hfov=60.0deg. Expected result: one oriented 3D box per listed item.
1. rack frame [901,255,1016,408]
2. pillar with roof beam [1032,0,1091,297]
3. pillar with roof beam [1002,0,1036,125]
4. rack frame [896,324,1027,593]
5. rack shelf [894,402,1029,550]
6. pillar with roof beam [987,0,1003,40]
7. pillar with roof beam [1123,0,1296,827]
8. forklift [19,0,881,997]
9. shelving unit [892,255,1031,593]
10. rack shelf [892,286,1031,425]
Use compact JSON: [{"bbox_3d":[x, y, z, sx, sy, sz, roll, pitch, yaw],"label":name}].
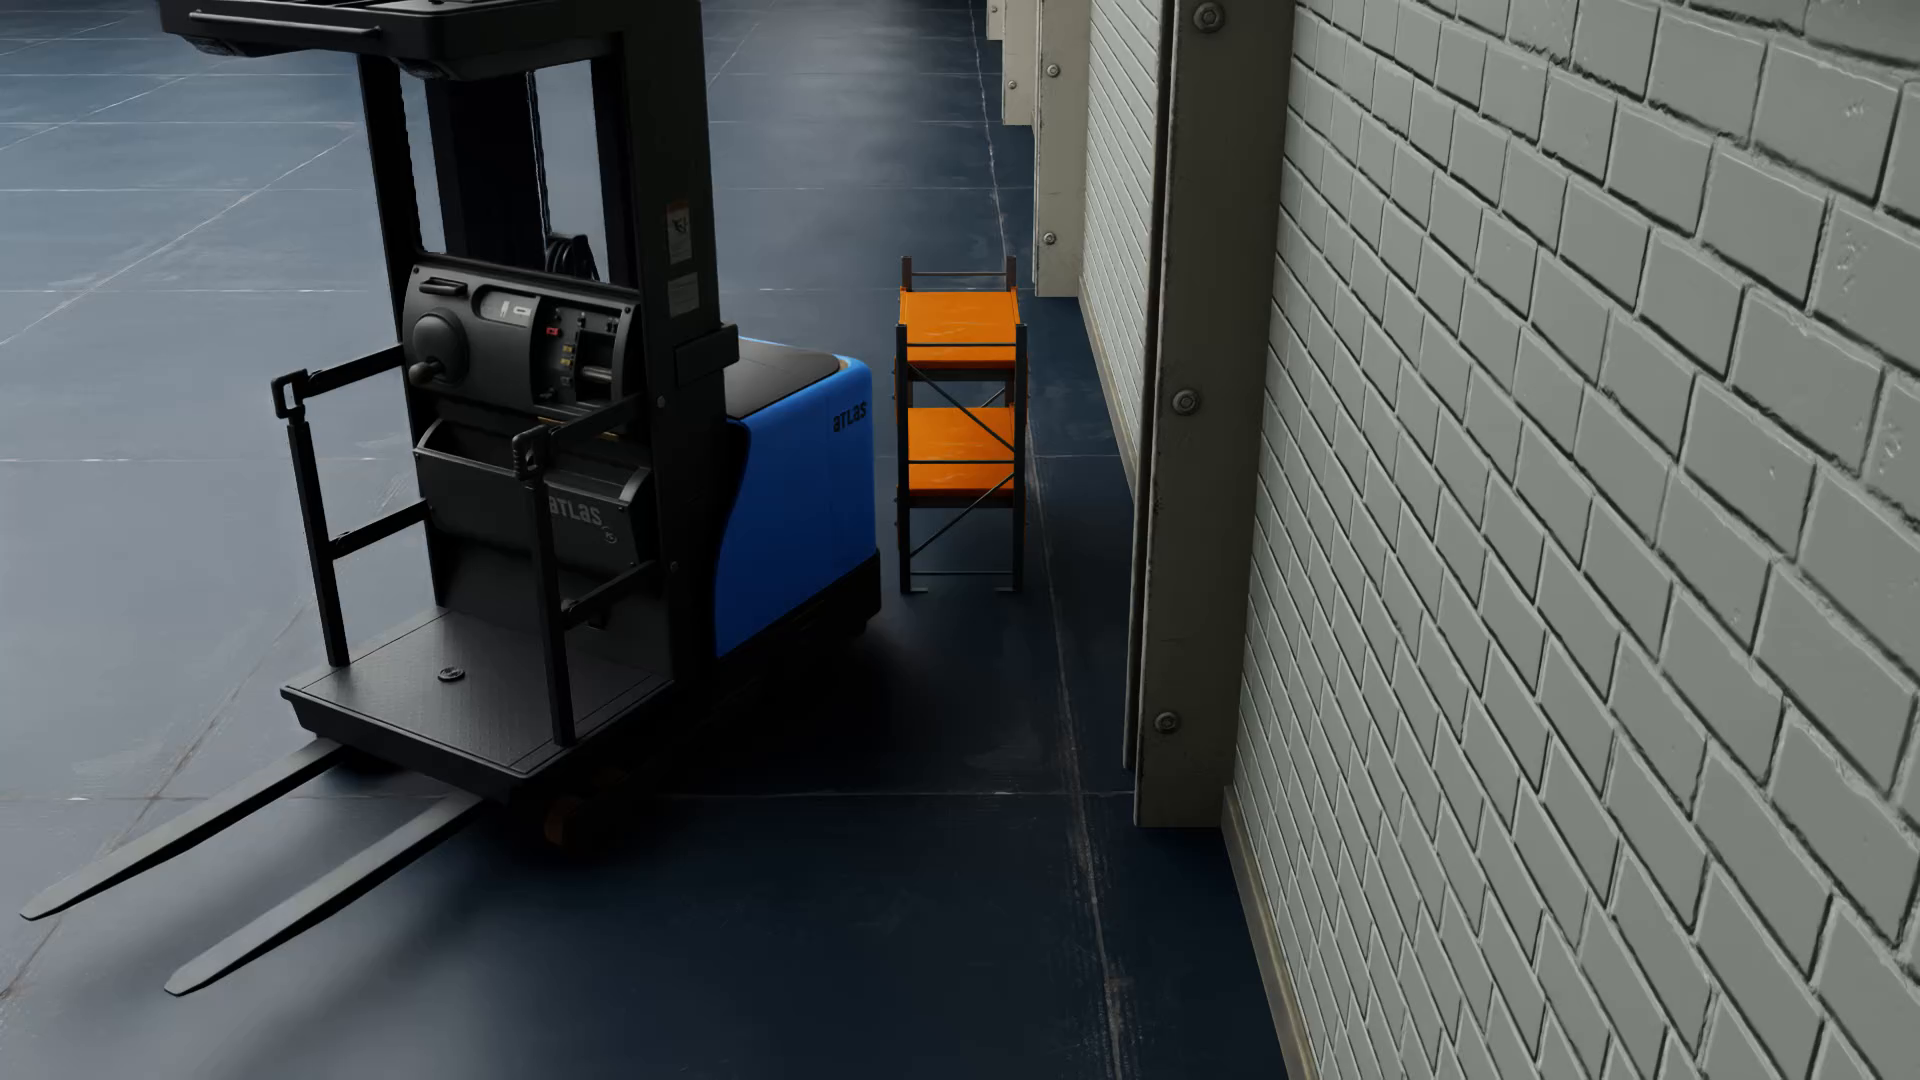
[{"bbox_3d":[-0.006,-0.725,7.488,0.500,1.125,0.032,0,24,-1],"label":"rack frame"},{"bbox_3d":[-3.665,-5.730,8.999,9.100,9.000,0.400,0,24,-1],"label":"pillar with roof beam"},{"bbox_3d":[-3.731,-8.202,14.466,9.100,9.000,0.400,0,24,-1],"label":"pillar with roof beam"},{"bbox_3d":[0.005,-0.306,6.561,0.500,1.125,0.032,0,24,-1],"label":"rack frame"},{"bbox_3d":[0.000,-0.293,7.125,0.538,0.278,1.000,0,24,-1],"label":"rack shelf"},{"bbox_3d":[-3.796,-10.675,19.932,9.100,9.000,0.400,0,24,-1],"label":"pillar with roof beam"},{"bbox_3d":[-3.600,-3.258,3.533,9.100,9.000,0.400,0,24,-1],"label":"pillar with roof beam"},{"bbox_3d":[-1.487,-0.594,5.008,1.130,2.935,3.031,14,28,27],"label":"forklift"},{"bbox_3d":[0.000,-0.515,7.024,0.538,1.125,1.048,0,24,-1],"label":"shelving unit"},{"bbox_3d":[0.000,-0.782,6.904,0.538,0.278,1.000,0,24,-1],"label":"rack shelf"}]
